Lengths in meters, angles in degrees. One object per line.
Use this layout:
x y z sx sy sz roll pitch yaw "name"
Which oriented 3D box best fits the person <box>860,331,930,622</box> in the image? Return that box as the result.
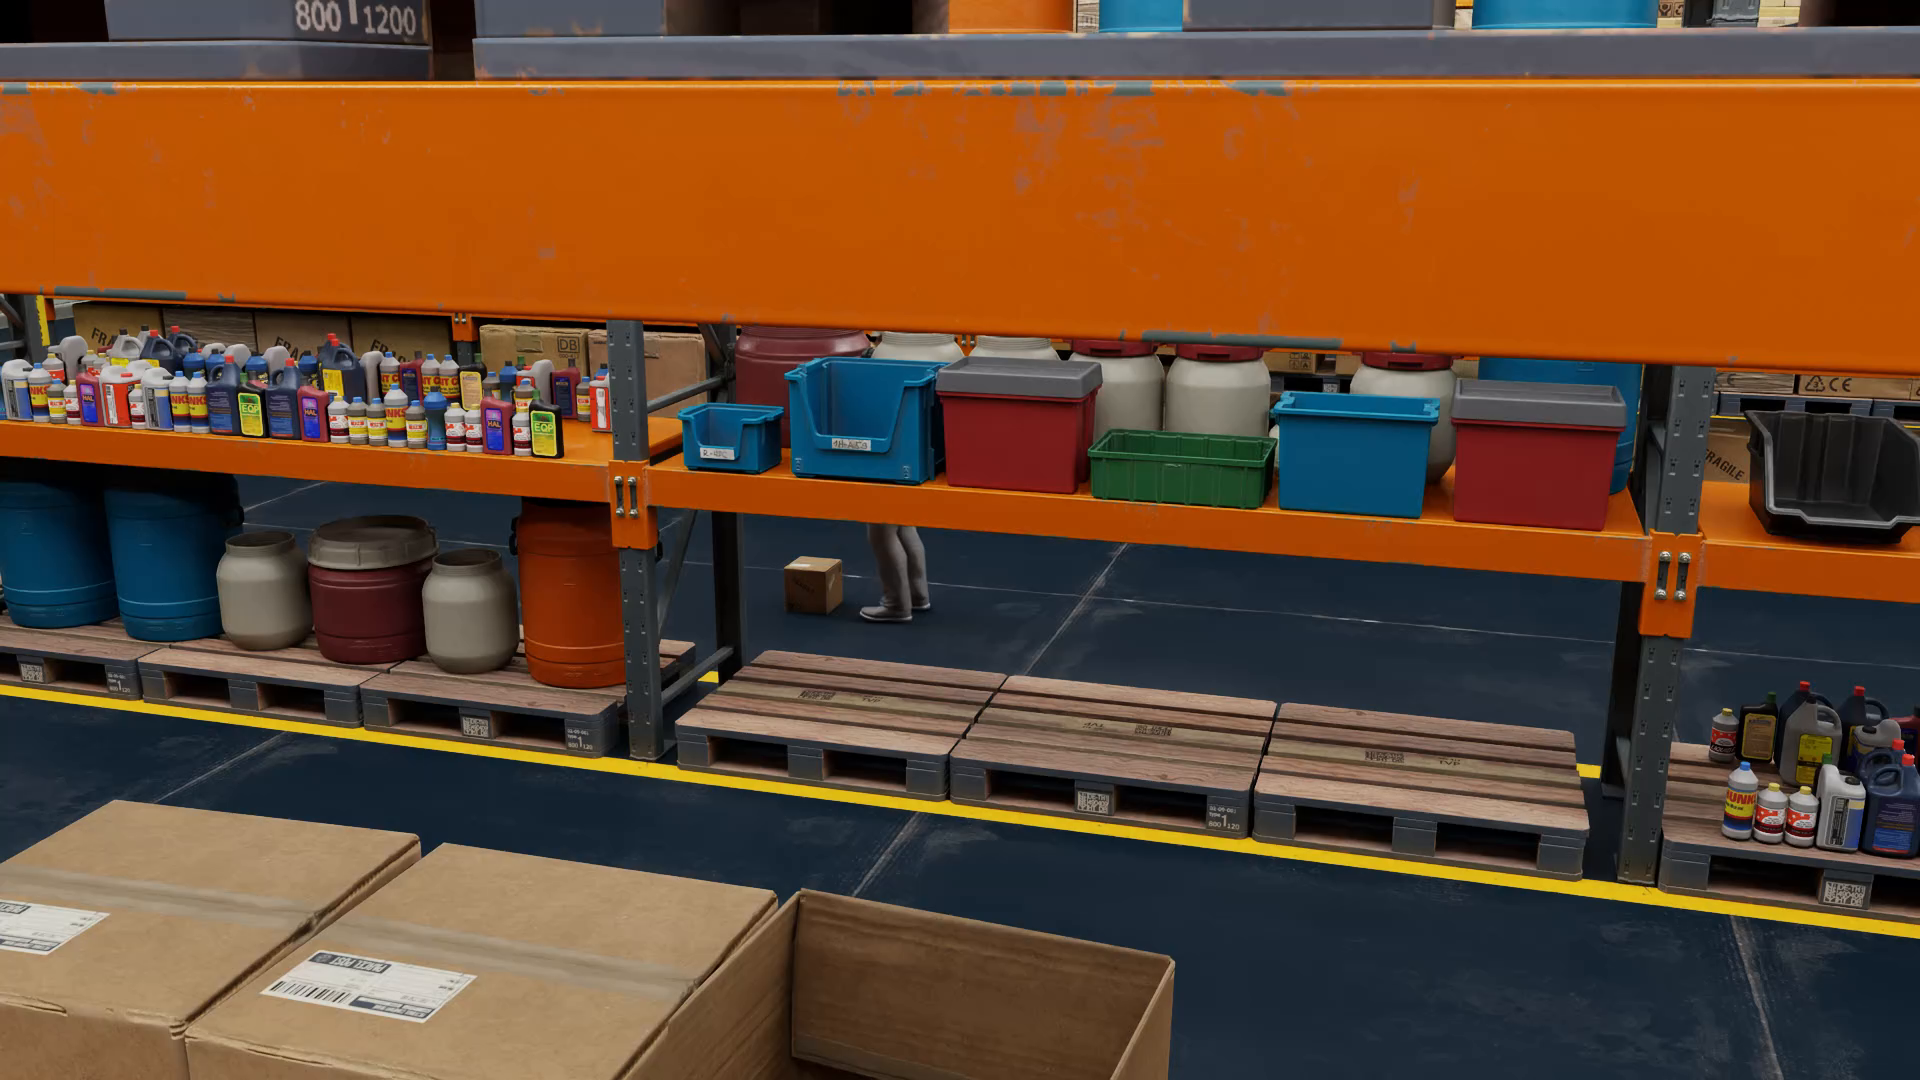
-0.361 -0.393 8.947 0.340 1.677 0.437 5 16 17 "person"
